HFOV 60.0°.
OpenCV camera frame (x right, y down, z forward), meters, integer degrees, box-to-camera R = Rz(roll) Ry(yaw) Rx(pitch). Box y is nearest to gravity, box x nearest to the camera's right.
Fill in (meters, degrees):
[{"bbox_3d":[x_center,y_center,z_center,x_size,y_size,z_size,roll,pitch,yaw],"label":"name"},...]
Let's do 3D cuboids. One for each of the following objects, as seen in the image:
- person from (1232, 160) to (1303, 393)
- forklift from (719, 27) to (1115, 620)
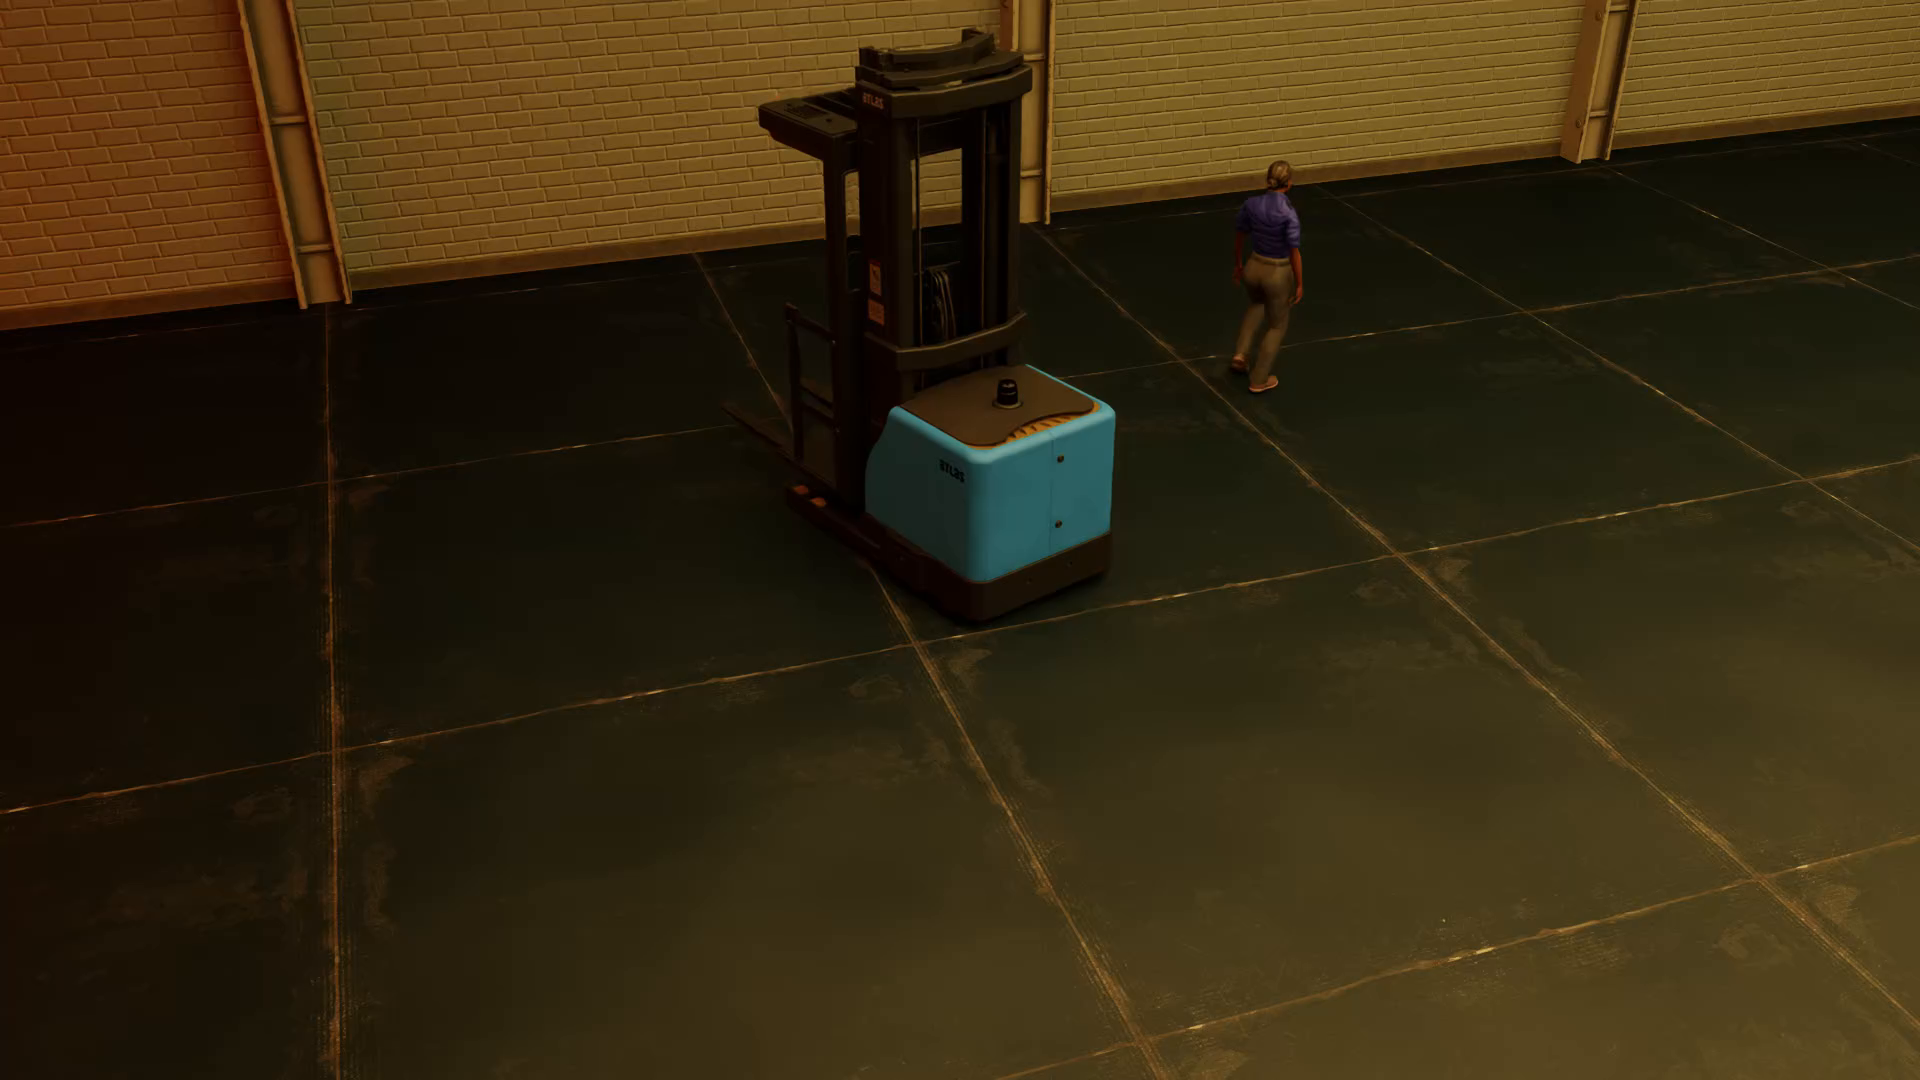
[{"bbox_3d":[2.182,-1.848,11.621,0.561,1.661,0.464,26,39,37],"label":"person"},{"bbox_3d":[-0.427,-1.501,9.696,1.130,2.935,3.031,-21,36,-32],"label":"forklift"}]
